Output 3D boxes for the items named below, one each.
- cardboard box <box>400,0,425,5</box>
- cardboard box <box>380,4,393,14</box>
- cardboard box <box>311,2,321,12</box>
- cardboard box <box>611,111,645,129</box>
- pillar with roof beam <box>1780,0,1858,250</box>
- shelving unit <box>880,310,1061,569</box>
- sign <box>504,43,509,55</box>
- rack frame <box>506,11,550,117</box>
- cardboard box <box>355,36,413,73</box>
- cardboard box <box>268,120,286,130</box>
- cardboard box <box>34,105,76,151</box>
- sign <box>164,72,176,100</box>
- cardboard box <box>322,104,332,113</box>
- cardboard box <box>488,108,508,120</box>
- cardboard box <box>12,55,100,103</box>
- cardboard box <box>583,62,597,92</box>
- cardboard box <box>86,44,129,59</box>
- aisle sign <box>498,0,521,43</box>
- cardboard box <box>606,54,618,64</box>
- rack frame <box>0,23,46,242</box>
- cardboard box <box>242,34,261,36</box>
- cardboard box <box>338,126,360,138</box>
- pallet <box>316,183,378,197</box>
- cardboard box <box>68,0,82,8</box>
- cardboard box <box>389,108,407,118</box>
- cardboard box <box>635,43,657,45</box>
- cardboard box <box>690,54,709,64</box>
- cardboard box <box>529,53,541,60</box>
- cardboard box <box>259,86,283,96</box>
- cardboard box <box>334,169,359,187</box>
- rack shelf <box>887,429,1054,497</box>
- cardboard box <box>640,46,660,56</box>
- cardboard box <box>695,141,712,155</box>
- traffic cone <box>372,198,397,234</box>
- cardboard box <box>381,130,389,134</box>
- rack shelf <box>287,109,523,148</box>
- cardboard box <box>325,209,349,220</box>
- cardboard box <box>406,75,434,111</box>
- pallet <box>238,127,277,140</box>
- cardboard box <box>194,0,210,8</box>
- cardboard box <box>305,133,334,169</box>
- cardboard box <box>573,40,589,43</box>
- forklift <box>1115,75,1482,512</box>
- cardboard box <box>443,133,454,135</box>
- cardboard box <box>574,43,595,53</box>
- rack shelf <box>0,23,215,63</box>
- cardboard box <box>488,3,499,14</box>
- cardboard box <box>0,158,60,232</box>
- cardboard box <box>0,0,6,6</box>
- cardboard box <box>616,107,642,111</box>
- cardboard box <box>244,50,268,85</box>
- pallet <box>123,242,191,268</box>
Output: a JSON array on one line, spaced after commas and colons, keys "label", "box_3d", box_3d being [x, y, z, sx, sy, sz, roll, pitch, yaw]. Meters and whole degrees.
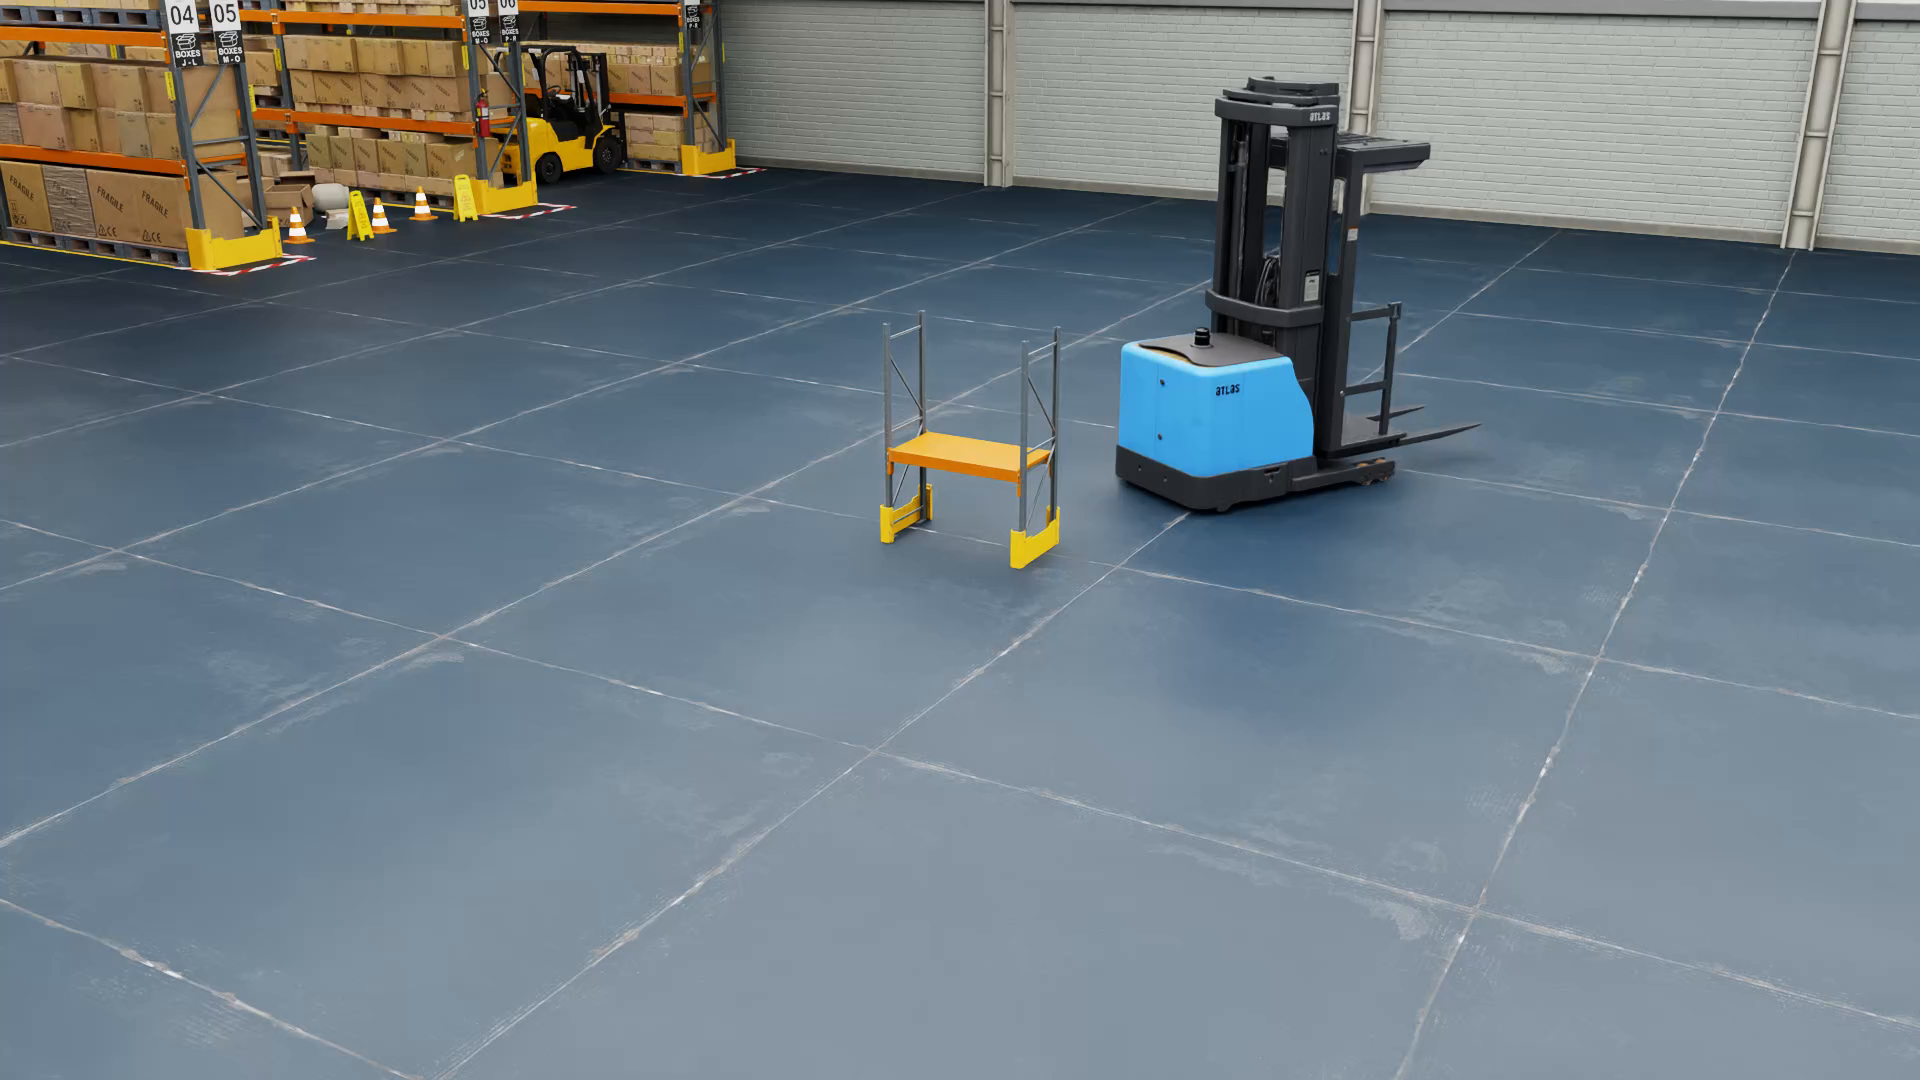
[{"label": "cardboard box", "box_3d": [-7.856, -7.999, 24.403, 0.500, 0.250, 0.500, 10, 22, 27]}, {"label": "cardboard box", "box_3d": [-8.398, -7.916, 24.759, 0.250, 0.149, 0.380, 10, 22, 26]}, {"label": "cardboard box", "box_3d": [-9.714, -8.191, 25.516, 0.250, 0.149, 0.380, 11, 23, 27]}, {"label": "cardboard box", "box_3d": [-5.877, -7.428, 29.393, 0.500, 0.250, 0.500, 11, 23, 28]}, {"label": "pillar with roof beam", "box_3d": [9.018, -6.834, 17.010, 0.400, 9.000, 9.100, 11, 23, 27]}, {"label": "shelving unit", "box_3d": [0.067, -0.692, 11.074, 1.083, 1.500, 0.587, 11, 23, 27]}, {"label": "sign", "box_3d": [-8.177, -8.914, 29.959, 0.005, 0.325, 0.100, 11, 23, 27]}, {"label": "rack frame", "box_3d": [-7.921, -8.570, 30.593, 0.127, 3.000, 1.000, 11, 23, 27]}, {"label": "cardboard box", "box_3d": [-8.700, -7.369, 25.231, 0.500, 0.500, 0.700, 11, 22, 27]}, {"label": "cardboard box", "box_3d": [-13.689, -8.606, 33.740, 0.500, 0.500, 0.500, 10, 22, 26]}, {"label": "cardboard box", "box_3d": [-11.431, -5.405, 21.646, 0.550, 0.550, 0.875, 11, 23, 27]}, {"label": "sign", "box_3d": [-9.449, -5.433, 19.898, 0.005, 0.325, 0.100, 11, 23, 27]}, {"label": "cardboard box", "box_3d": [-9.727, -6.764, 25.983, 0.250, 0.149, 0.380, 11, 23, 27]}, {"label": "cardboard box", "box_3d": [-7.042, -6.427, 25.052, 0.250, 0.149, 0.380, 11, 23, 28]}, {"label": "cardboard box", "box_3d": [-11.822, -6.051, 21.845, 0.550, 0.550, 0.875, 11, 23, 27]}, {"label": "cardboard box", "box_3d": [-6.326, -8.210, 29.454, 0.500, 0.500, 0.500, 11, 23, 28]}, {"label": "cardboard box", "box_3d": [-14.409, -8.282, 28.186, 0.500, 0.500, 0.500, 10, 22, 26]}, {"label": "aisle sign", "box_3d": [-6.641, -7.731, 24.466, 0.004, 0.787, 0.394, 11, 23, 27]}, {"label": "cardboard box", "box_3d": [-6.000, -8.437, 29.129, 0.250, 0.149, 0.380, 11, 23, 28]}, {"label": "rack frame", "box_3d": [-12.664, -5.602, 22.409, 0.127, 3.000, 1.000, 11, 23, 27]}, {"label": "cardboard box", "box_3d": [-14.592, -9.998, 33.767, 0.500, 0.500, 0.700, 11, 23, 29]}, {"label": "cardboard box", "box_3d": [-9.425, -6.352, 25.844, 0.250, 0.149, 0.380, 12, 23, 29]}, {"label": "pallet", "box_3d": [-9.735, -5.680, 26.714, 1.213, 0.211, 1.003, 11, 23, 27]}, {"label": "cardboard box", "box_3d": [-10.736, -6.639, 20.475, 0.250, 0.149, 0.380, 11, 23, 28]}, {"label": "cardboard box", "box_3d": [-8.428, -6.499, 25.251, 0.250, 0.149, 0.380, 11, 22, 27]}, {"label": "cardboard box", "box_3d": [-5.518, -8.692, 29.393, 0.250, 0.149, 0.380, 12, 23, 29]}, {"label": "cardboard box", "box_3d": [-4.598, -8.391, 29.000, 0.250, 0.149, 0.380, 10, 22, 26]}, {"label": "cardboard box", "box_3d": [-7.544, -8.748, 29.986, 0.250, 0.149, 0.380, 11, 23, 29]}, {"label": "cardboard box", "box_3d": [-10.922, -7.175, 26.498, 0.250, 0.149, 0.380, 11, 23, 28]}, {"label": "cardboard box", "box_3d": [-9.483, -5.733, 26.187, 0.500, 0.250, 0.500, 12, 23, 30]}, {"label": "rack shelf", "box_3d": [0.074, -0.522, 11.132, 1.000, 0.185, 0.538, 11, 23, 27]}, {"label": "cardboard box", "box_3d": [-5.316, -8.461, 28.757, 0.250, 0.149, 0.380, 11, 23, 28]}, {"label": "cardboard box", "box_3d": [-4.762, -6.950, 29.542, 0.500, 0.250, 0.500, 11, 23, 28]}, {"label": "traffic cone", "box_3d": [-8.095, -4.535, 23.188, 0.334, 0.463, 0.336, 11, 23, 27]}, {"label": "cardboard box", "box_3d": [-9.246, -6.247, 26.504, 0.500, 0.500, 0.500, 11, 23, 28]}, {"label": "rack shelf", "box_3d": [-8.592, -6.421, 25.723, 4.000, 0.370, 1.077, 11, 23, 27]}, {"label": "cardboard box", "box_3d": [-8.975, -4.703, 24.113, 0.380, 0.149, 0.250, -11, 23, -29]}, {"label": "cardboard box", "box_3d": [-7.889, -6.707, 24.872, 0.500, 0.500, 0.500, 11, 23, 27]}, {"label": "pallet", "box_3d": [-14.176, -8.466, 34.394, 1.213, 0.211, 1.003, 11, 23, 27]}, {"label": "cardboard box", "box_3d": [-9.315, -6.625, 20.438, 0.250, 0.149, 0.380, 11, 23, 28]}, {"label": "cardboard box", "box_3d": [-9.955, -6.171, 26.295, 0.500, 0.500, 0.500, 12, 23, 30]}, {"label": "cardboard box", "box_3d": [-6.809, -8.982, 30.193, 0.250, 0.149, 0.380, 10, 22, 26]}, {"label": "forklift", "box_3d": [2.699, -1.930, 12.388, 3.031, 2.935, 1.130, -12, 23, -29]}, {"label": "cardboard box", "box_3d": [-9.713, -7.991, 31.861, 0.625, 0.625, 0.875, 10, 22, 25]}, {"label": "cardboard box", "box_3d": [-6.624, -8.730, 29.499, 0.250, 0.149, 0.380, 11, 23, 27]}, {"label": "rack shelf", "box_3d": [-10.918, -6.341, 21.103, 4.000, 0.370, 1.077, 11, 23, 27]}, {"label": "cardboard box", "box_3d": [-6.977, -7.871, 24.634, 0.250, 0.149, 0.380, 11, 23, 27]}, {"label": "cardboard box", "box_3d": [-12.149, -4.675, 22.354, 0.875, 0.875, 0.875, 11, 23, 28]}, {"label": "cardboard box", "box_3d": [-12.068, -6.892, 21.173, 0.250, 0.149, 0.380, 11, 23, 27]}, {"label": "cardboard box", "box_3d": [-6.069, -7.672, 30.066, 0.500, 0.250, 0.500, 10, 22, 26]}, {"label": "cardboard box", "box_3d": [-11.287, -7.567, 26.628, 0.500, 0.500, 0.500, 11, 23, 28]}, {"label": "pallet", "box_3d": [-9.908, -3.735, 21.353, 1.213, 0.211, 1.003, 11, 23, 27]}]
